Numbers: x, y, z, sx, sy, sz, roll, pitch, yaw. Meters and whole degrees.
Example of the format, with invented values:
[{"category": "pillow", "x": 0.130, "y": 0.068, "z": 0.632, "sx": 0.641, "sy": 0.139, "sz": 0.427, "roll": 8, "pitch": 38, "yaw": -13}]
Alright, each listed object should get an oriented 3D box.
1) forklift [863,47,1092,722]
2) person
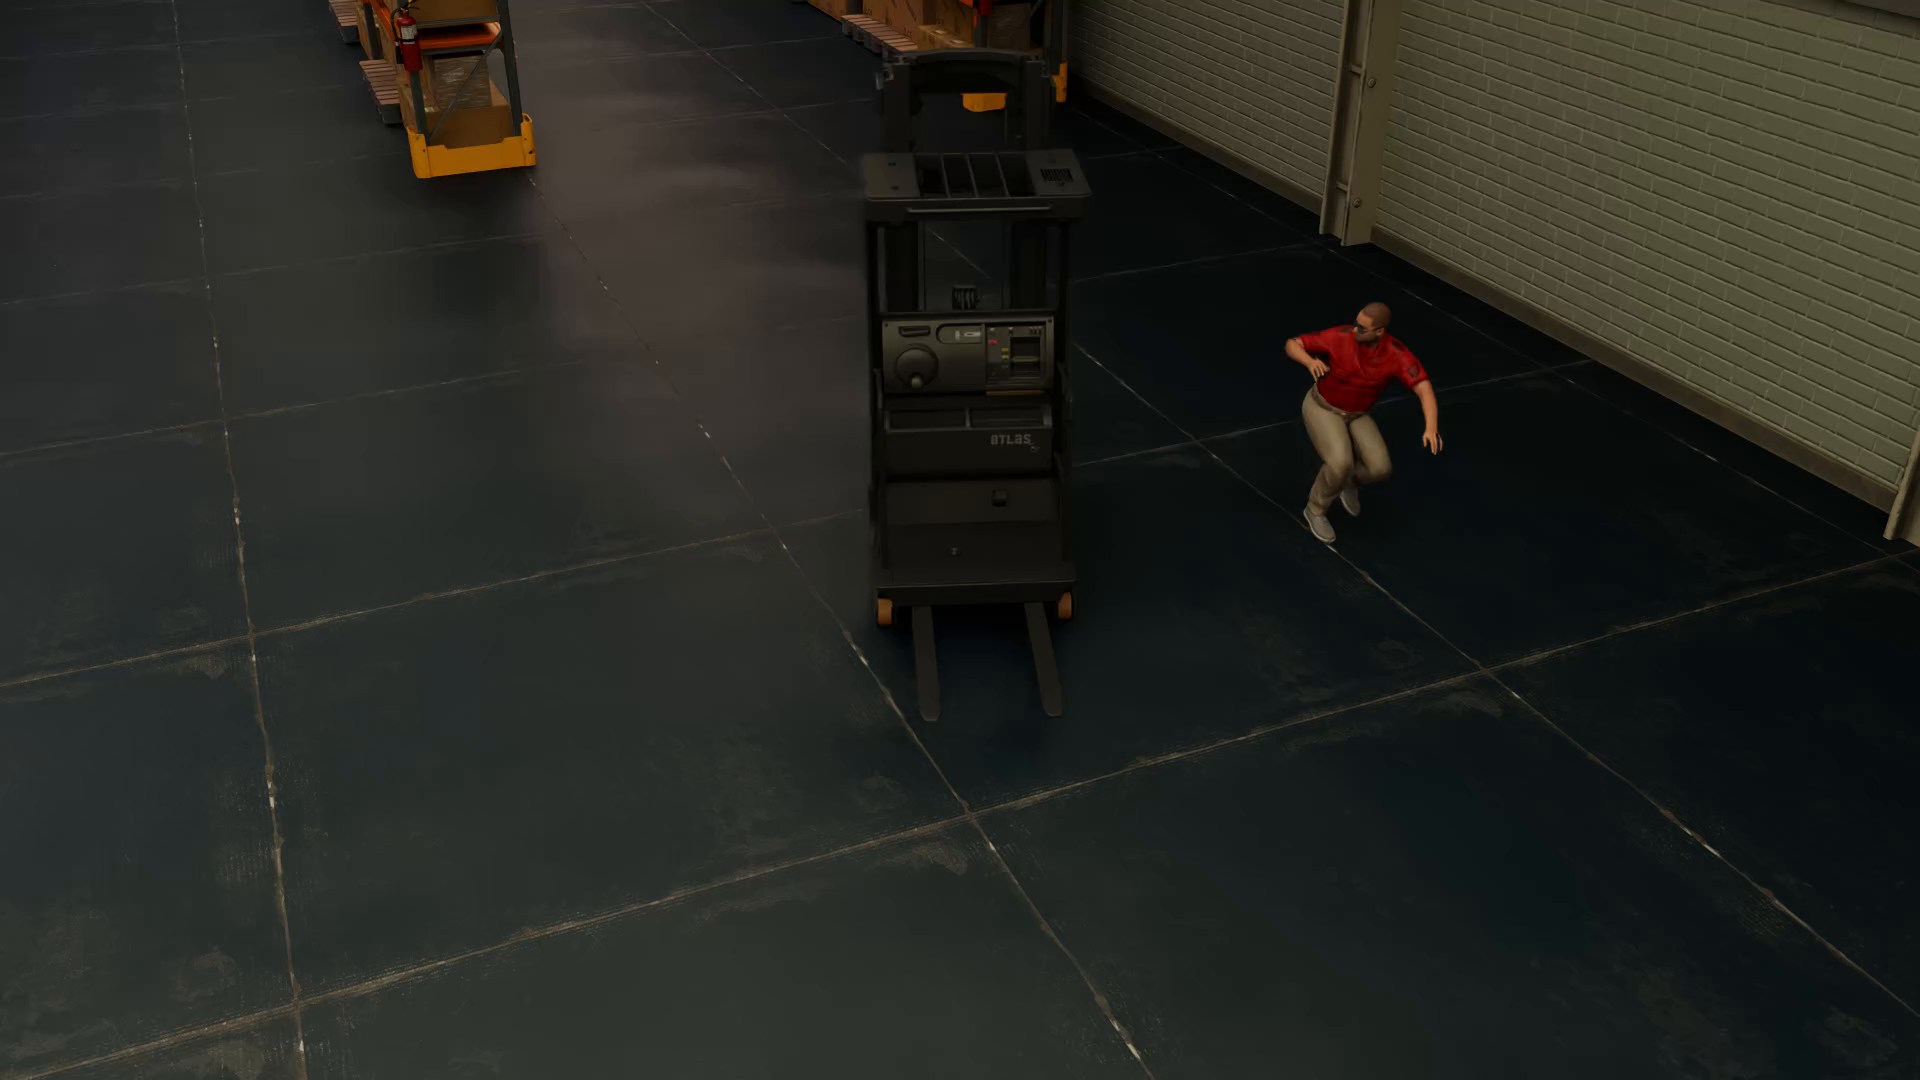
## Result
[{"category": "forklift", "x": 0.062, "y": -0.960, "z": 8.799, "sx": 1.130, "sy": 2.935, "sz": 3.031, "roll": -2, "pitch": 30, "yaw": -3}, {"category": "person", "x": 2.335, "y": -0.670, "z": 9.781, "sx": 0.787, "sy": 1.474, "sz": 0.978, "roll": -5, "pitch": 30, "yaw": -8}]
